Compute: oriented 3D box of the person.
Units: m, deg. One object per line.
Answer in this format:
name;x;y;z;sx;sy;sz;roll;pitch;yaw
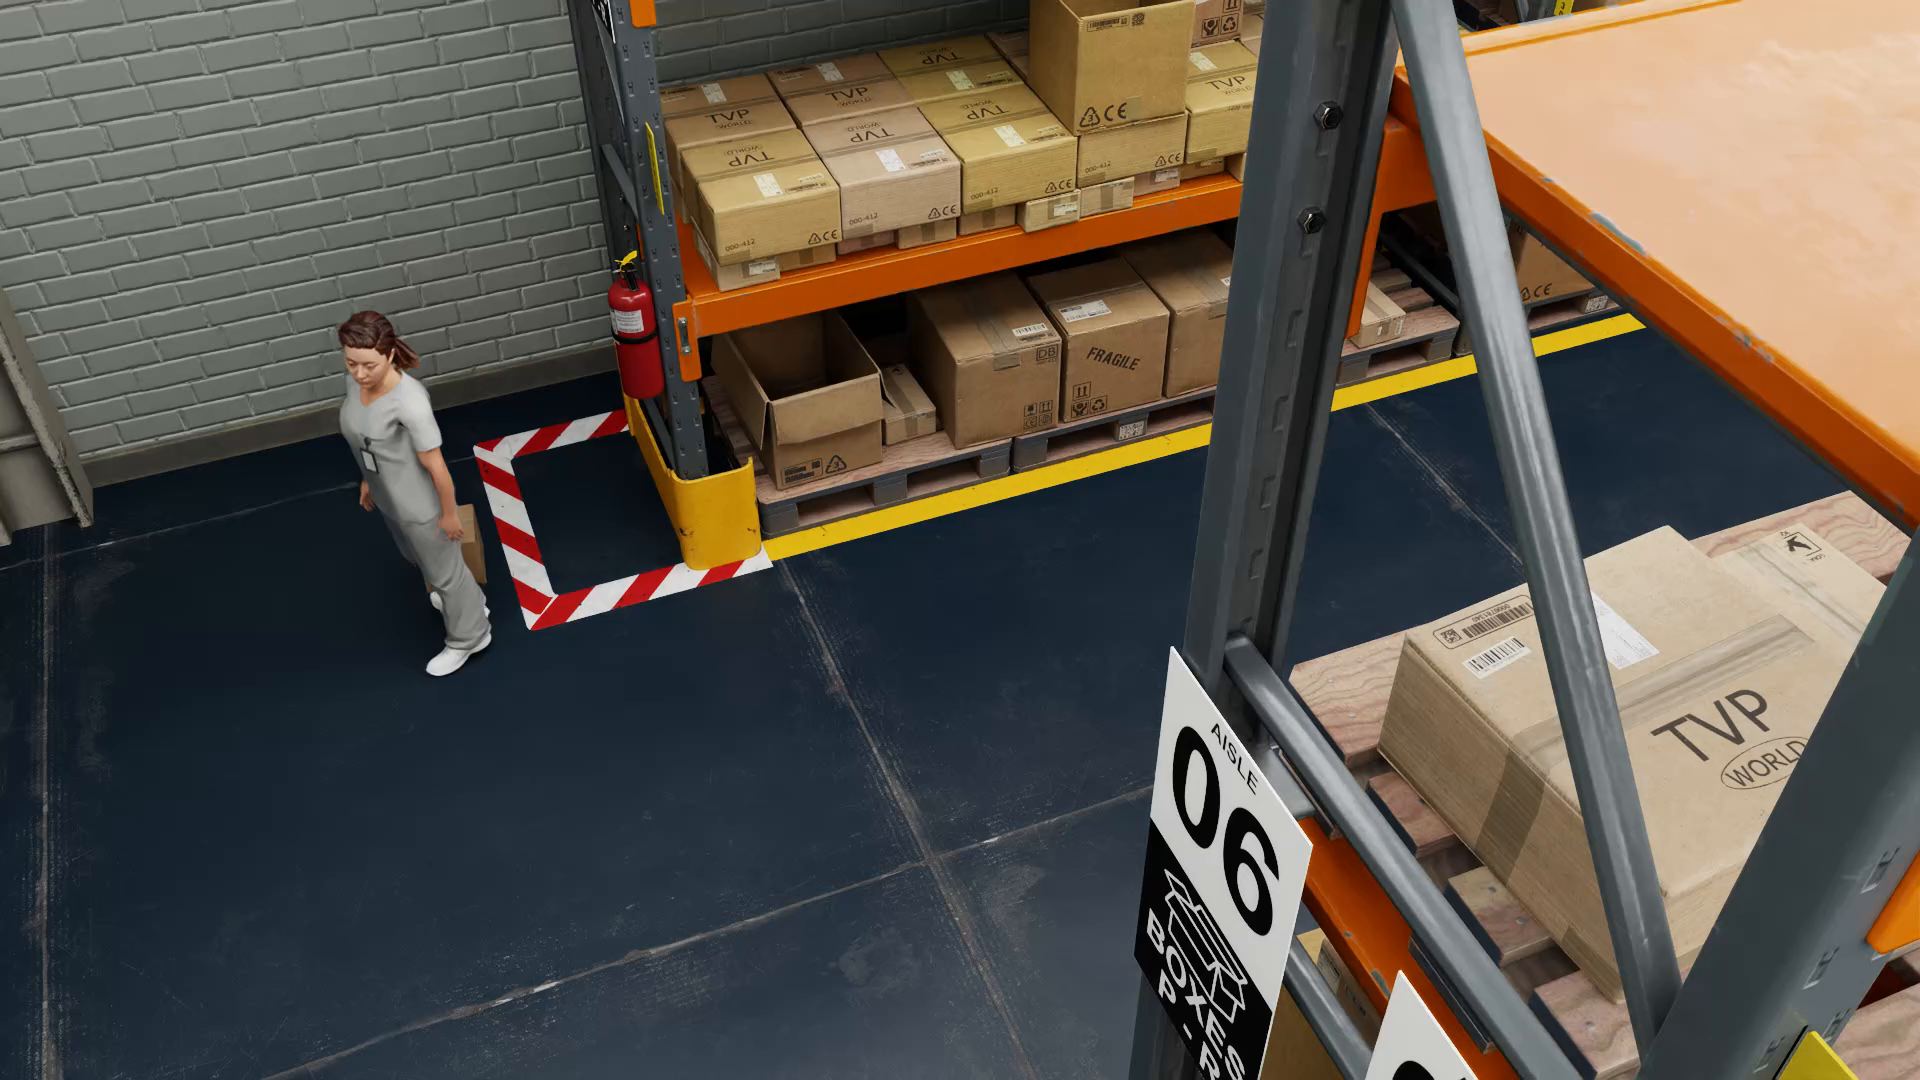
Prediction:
person;-2.096;-0.200;6.353;0.392;1.673;0.582;-33;52;-31
